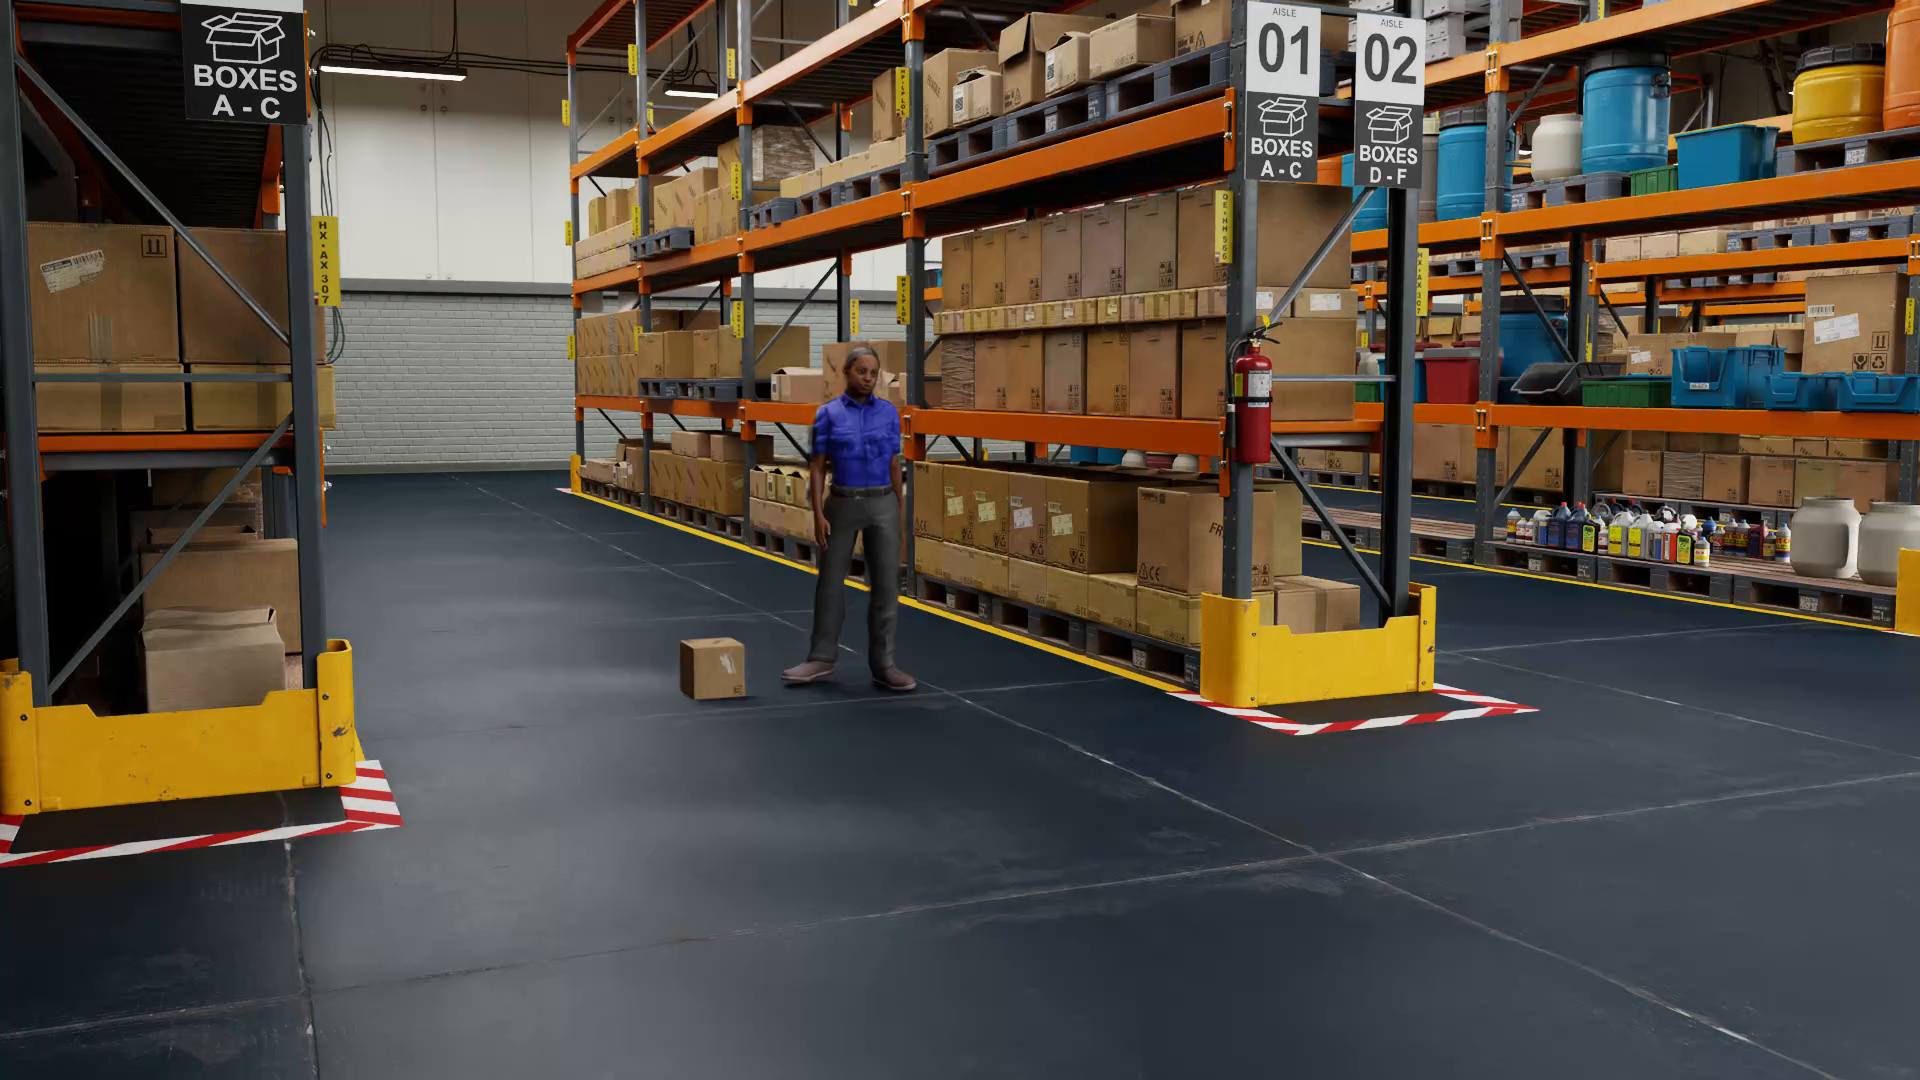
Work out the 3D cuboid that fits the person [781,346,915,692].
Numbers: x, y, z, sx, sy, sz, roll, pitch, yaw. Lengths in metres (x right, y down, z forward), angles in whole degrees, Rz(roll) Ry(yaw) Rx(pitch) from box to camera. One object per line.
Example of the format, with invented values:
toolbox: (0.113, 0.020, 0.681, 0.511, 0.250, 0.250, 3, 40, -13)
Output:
person: (-0.553, -0.107, 8.080, 0.640, 1.663, 0.440, -1, 6, -8)
